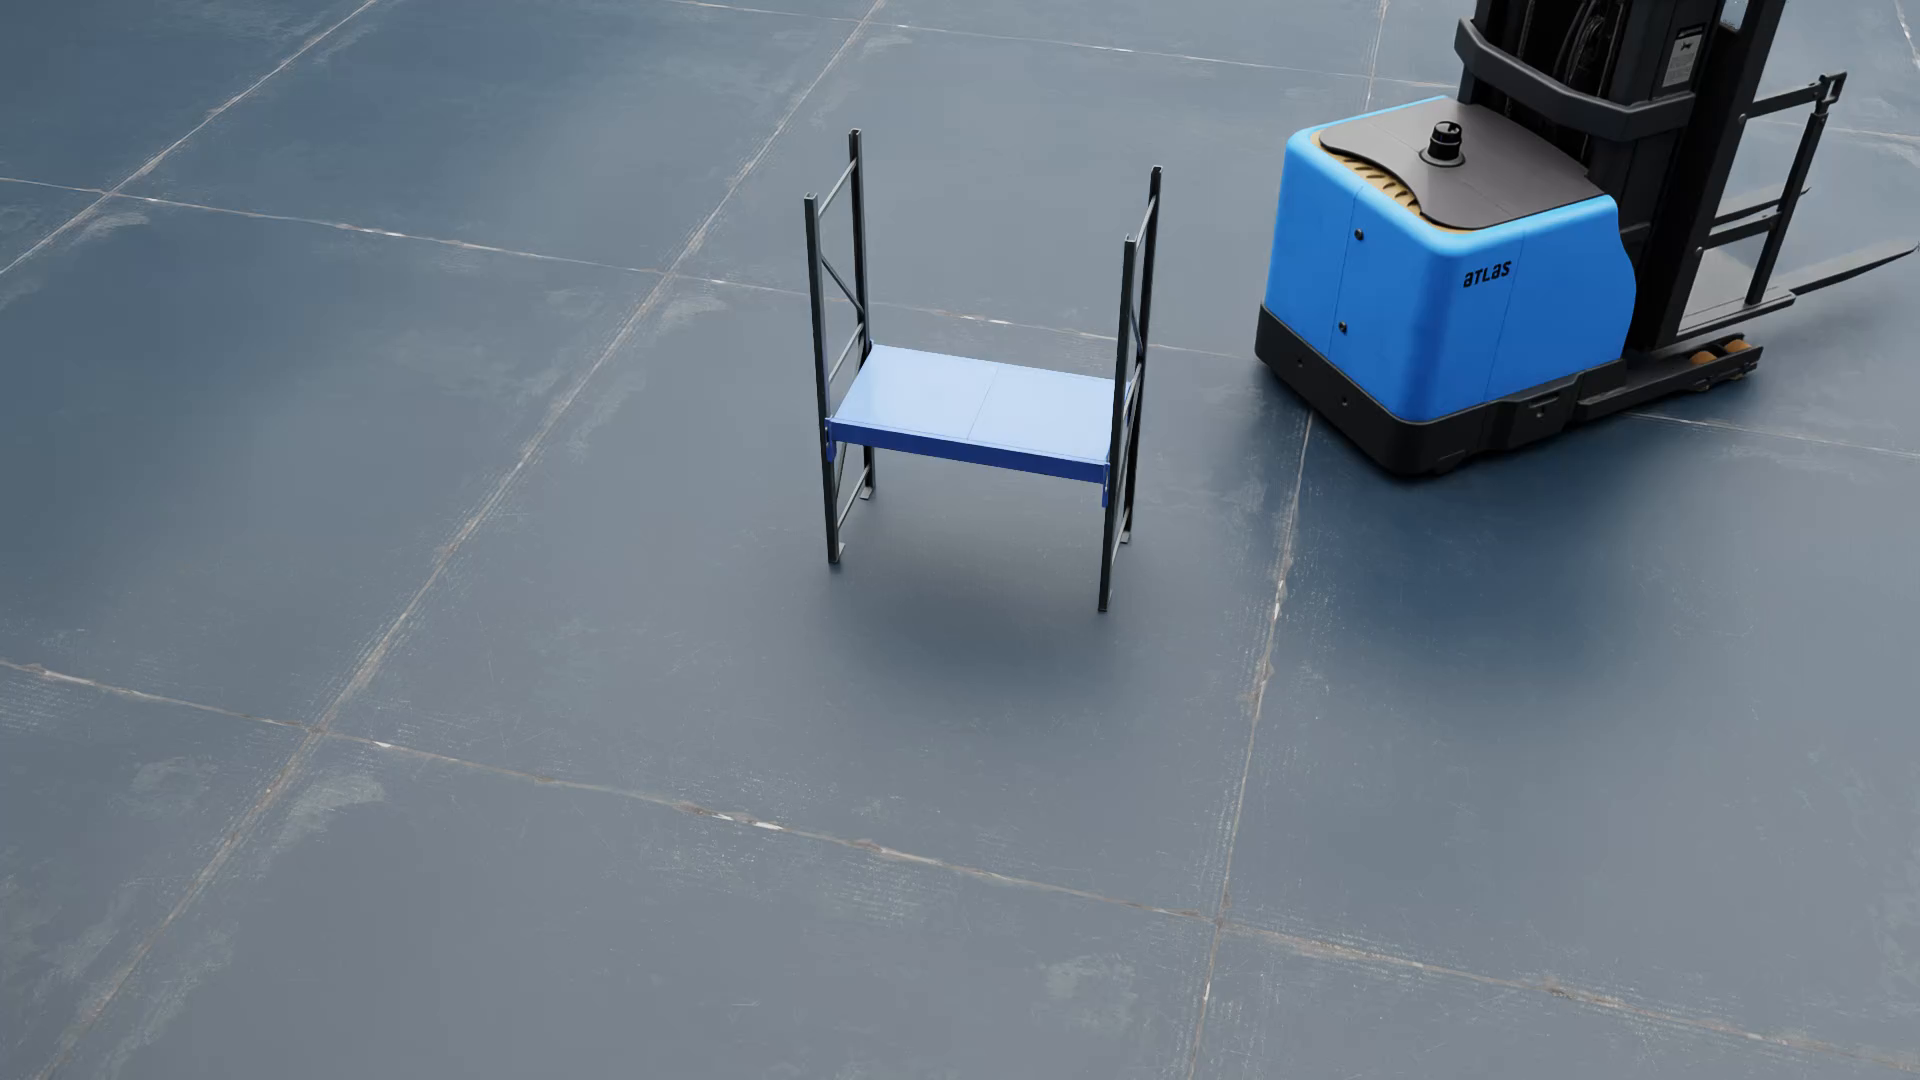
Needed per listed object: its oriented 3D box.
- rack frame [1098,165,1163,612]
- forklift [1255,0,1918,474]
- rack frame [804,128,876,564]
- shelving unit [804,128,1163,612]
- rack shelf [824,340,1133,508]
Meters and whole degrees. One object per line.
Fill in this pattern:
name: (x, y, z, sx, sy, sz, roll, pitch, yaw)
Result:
rack frame: (0.573, -0.476, 5.650, 0.032, 1.500, 0.500, 10, 41, 11)
forklift: (2.810, -2.034, 6.393, 3.031, 2.935, 1.130, -18, 43, -20)
rack frame: (-0.409, -0.645, 5.851, 0.032, 1.500, 0.500, 10, 41, 11)
shelving unit: (0.082, -0.560, 5.751, 1.048, 1.500, 0.538, 10, 41, 11)
rack shelf: (0.082, -0.422, 5.866, 1.000, 0.185, 0.538, 10, 41, 11)
